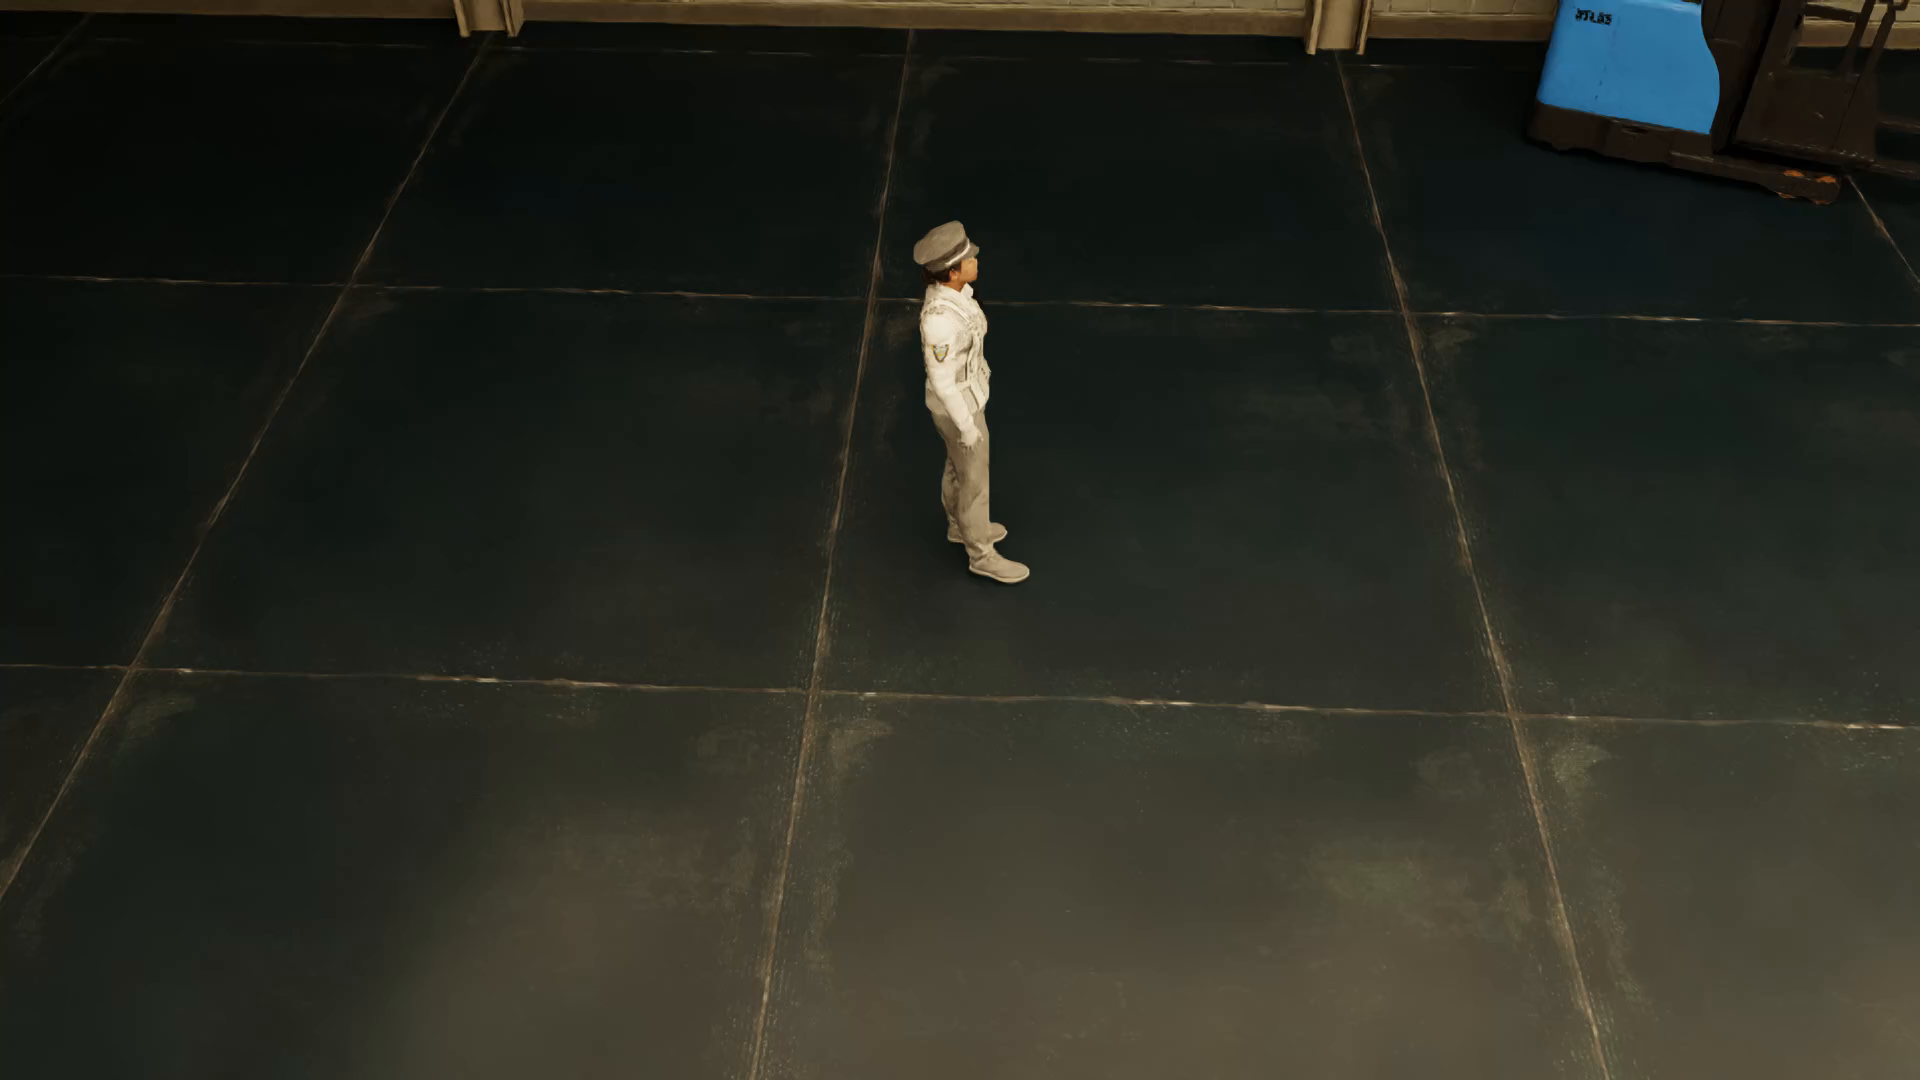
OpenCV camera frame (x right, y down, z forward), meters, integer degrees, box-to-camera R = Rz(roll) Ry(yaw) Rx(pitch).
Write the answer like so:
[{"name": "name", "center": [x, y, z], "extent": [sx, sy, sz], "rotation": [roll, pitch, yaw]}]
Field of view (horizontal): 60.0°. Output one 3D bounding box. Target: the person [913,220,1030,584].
[{"name": "person", "center": [0.067, -0.624, 7.332], "extent": [0.532, 1.695, 0.586], "rotation": [2, 42, 2]}]

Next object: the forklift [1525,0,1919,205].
[{"name": "forklift", "center": [5.196, -3.538, 9.618], "extent": [3.031, 2.935, 1.130], "rotation": [16, 45, 16]}]
